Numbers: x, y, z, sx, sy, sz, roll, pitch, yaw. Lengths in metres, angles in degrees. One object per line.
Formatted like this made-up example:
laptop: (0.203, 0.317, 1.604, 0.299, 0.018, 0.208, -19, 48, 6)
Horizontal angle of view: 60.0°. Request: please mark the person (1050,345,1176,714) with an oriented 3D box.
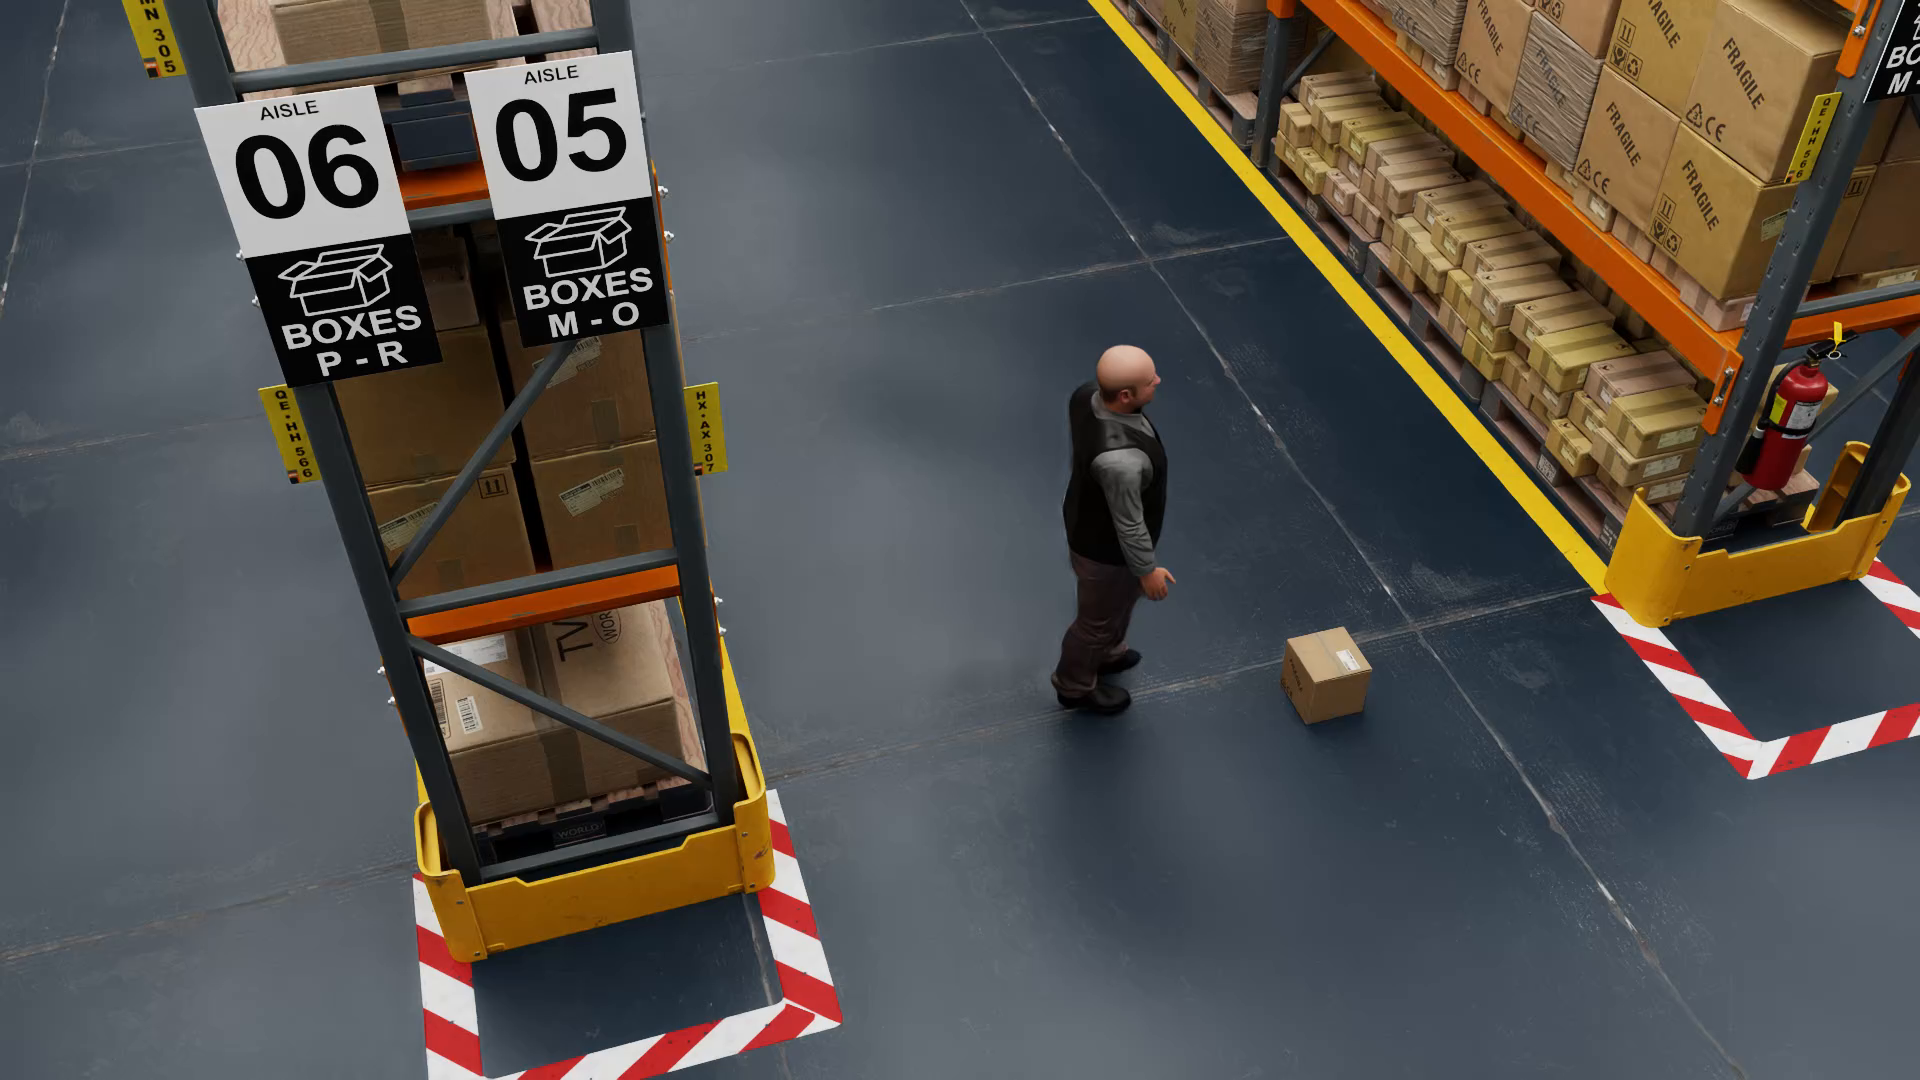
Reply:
person: (0.570, 0.014, 6.189, 0.416, 1.787, 0.558, -2, 42, -2)
